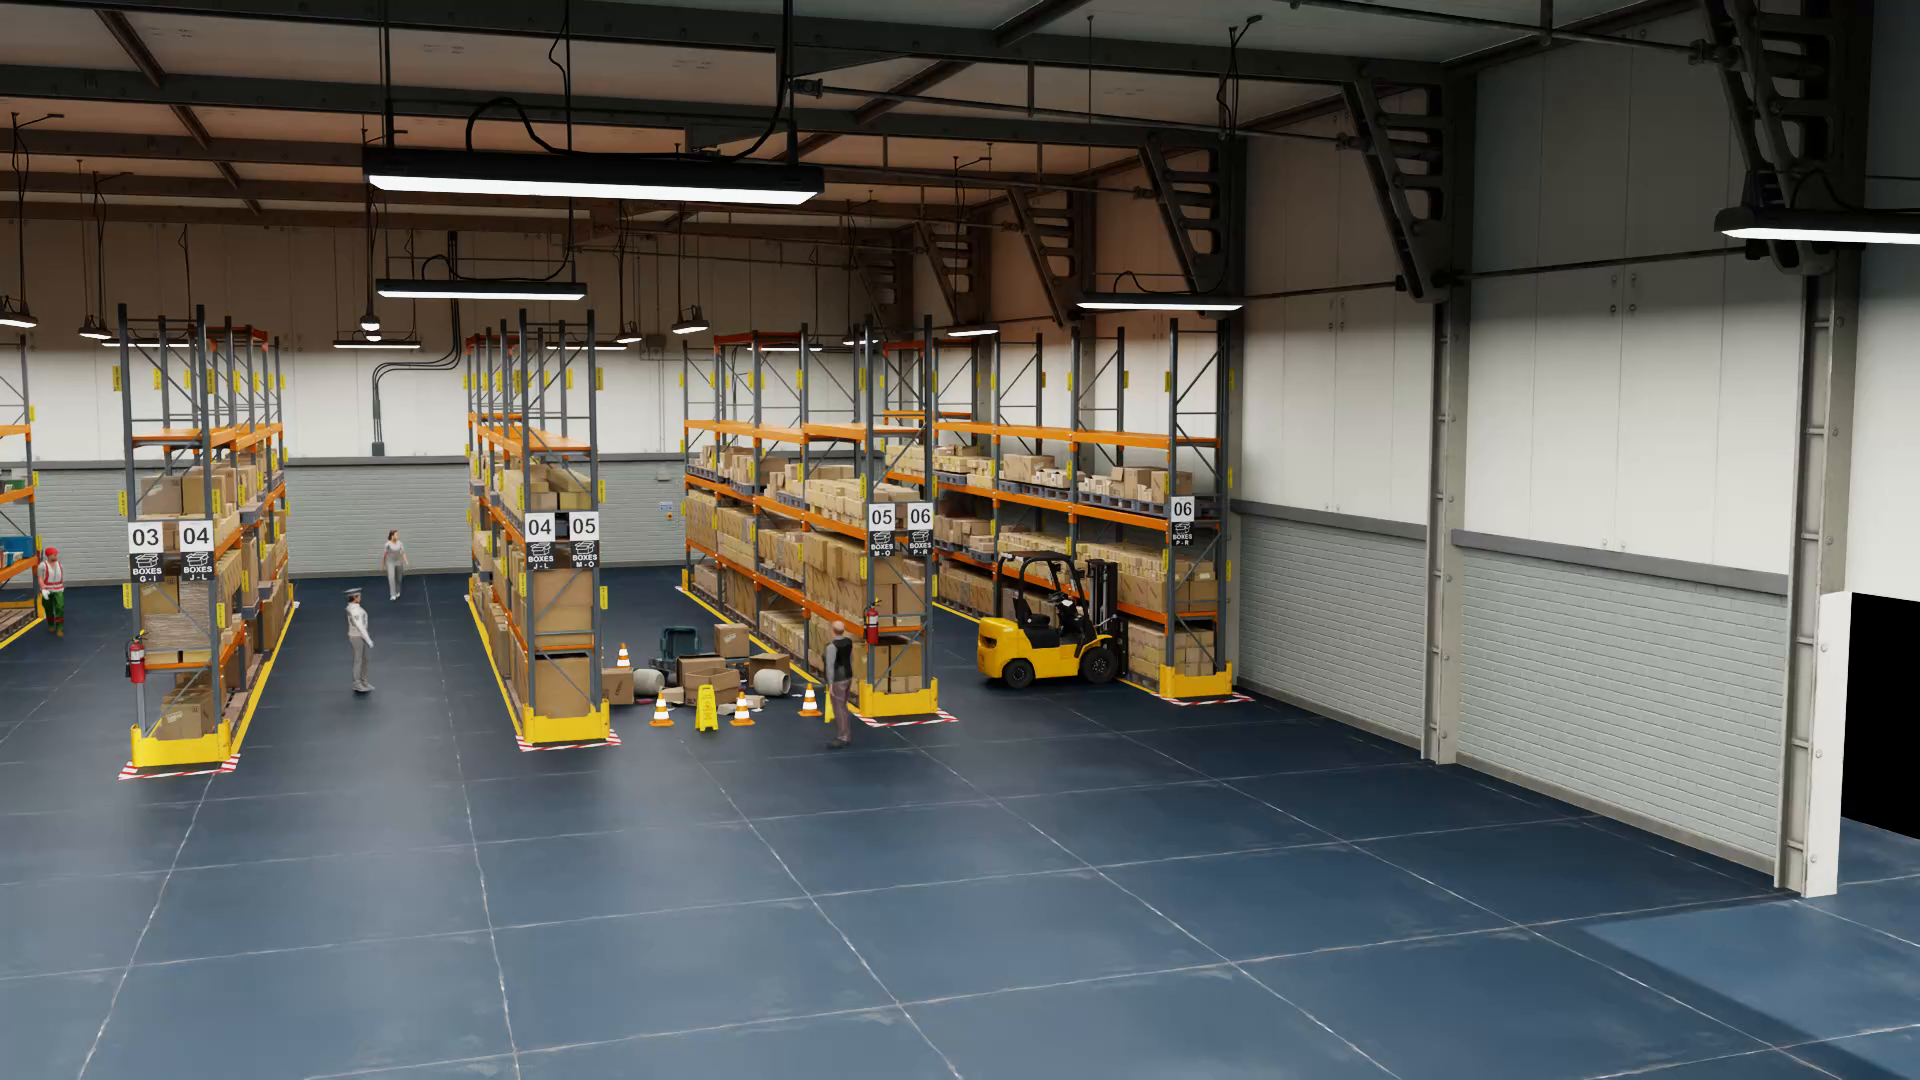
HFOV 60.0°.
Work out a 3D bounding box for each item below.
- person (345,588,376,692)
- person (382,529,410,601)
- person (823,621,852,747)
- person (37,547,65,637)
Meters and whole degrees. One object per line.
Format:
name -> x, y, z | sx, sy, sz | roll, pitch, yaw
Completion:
person -> -9.715, 1.627, 26.991 | 0.492, 1.706, 0.551 | 0, 5, -2
person -> -12.950, 0.571, 38.161 | 0.592, 1.597, 1.039 | -2, 6, -21
person -> -1.682, 1.976, 22.899 | 0.387, 1.750, 0.582 | 1, 6, 14
person -> -17.879, 1.006, 32.712 | 0.461, 1.728, 1.044 | -3, 6, -27
